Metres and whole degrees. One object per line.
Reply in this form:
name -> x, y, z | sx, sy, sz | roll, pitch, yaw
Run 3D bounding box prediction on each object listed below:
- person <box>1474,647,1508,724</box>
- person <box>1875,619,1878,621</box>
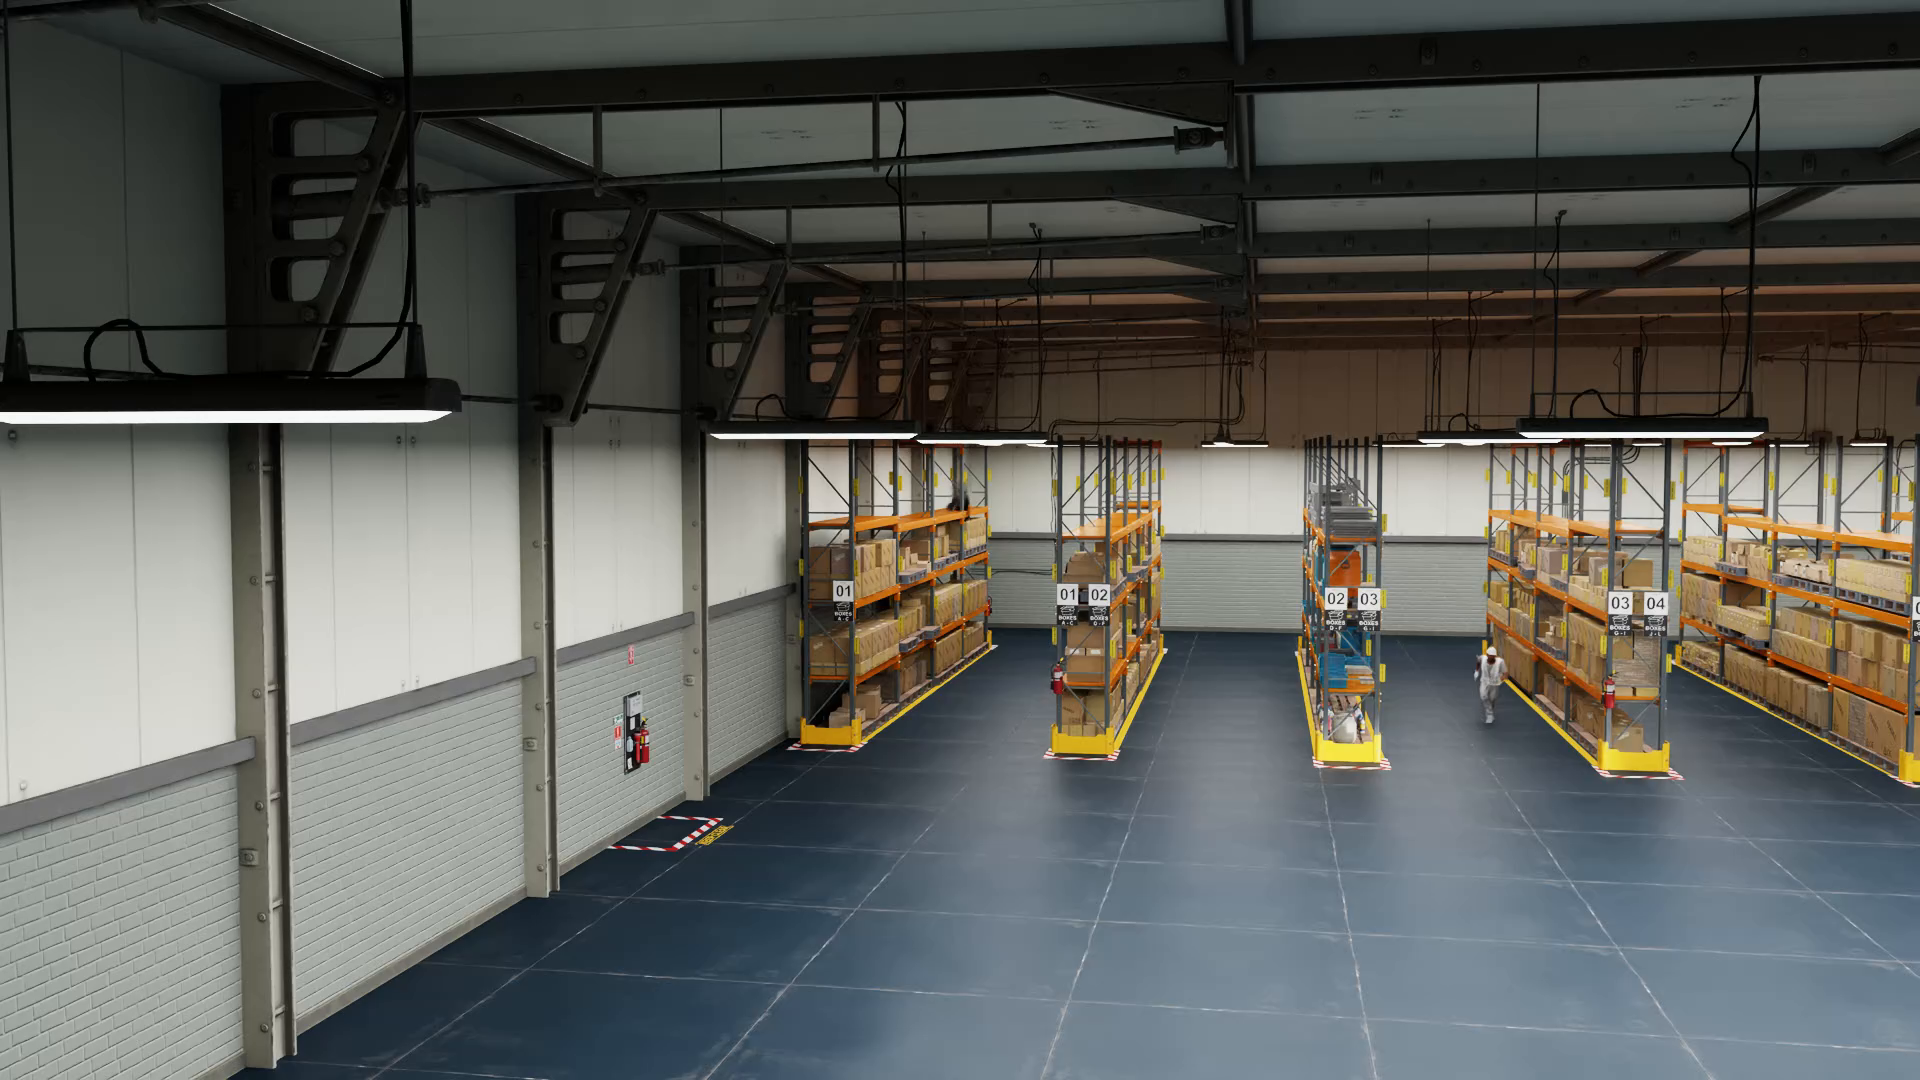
person -> 11.151, 3.007, 34.914 | 0.702, 1.604, 1.099 | 1, 3, 21
person -> 24.798, 2.483, 44.806 | 0.826, 1.607, 0.540 | 1, 3, 15
